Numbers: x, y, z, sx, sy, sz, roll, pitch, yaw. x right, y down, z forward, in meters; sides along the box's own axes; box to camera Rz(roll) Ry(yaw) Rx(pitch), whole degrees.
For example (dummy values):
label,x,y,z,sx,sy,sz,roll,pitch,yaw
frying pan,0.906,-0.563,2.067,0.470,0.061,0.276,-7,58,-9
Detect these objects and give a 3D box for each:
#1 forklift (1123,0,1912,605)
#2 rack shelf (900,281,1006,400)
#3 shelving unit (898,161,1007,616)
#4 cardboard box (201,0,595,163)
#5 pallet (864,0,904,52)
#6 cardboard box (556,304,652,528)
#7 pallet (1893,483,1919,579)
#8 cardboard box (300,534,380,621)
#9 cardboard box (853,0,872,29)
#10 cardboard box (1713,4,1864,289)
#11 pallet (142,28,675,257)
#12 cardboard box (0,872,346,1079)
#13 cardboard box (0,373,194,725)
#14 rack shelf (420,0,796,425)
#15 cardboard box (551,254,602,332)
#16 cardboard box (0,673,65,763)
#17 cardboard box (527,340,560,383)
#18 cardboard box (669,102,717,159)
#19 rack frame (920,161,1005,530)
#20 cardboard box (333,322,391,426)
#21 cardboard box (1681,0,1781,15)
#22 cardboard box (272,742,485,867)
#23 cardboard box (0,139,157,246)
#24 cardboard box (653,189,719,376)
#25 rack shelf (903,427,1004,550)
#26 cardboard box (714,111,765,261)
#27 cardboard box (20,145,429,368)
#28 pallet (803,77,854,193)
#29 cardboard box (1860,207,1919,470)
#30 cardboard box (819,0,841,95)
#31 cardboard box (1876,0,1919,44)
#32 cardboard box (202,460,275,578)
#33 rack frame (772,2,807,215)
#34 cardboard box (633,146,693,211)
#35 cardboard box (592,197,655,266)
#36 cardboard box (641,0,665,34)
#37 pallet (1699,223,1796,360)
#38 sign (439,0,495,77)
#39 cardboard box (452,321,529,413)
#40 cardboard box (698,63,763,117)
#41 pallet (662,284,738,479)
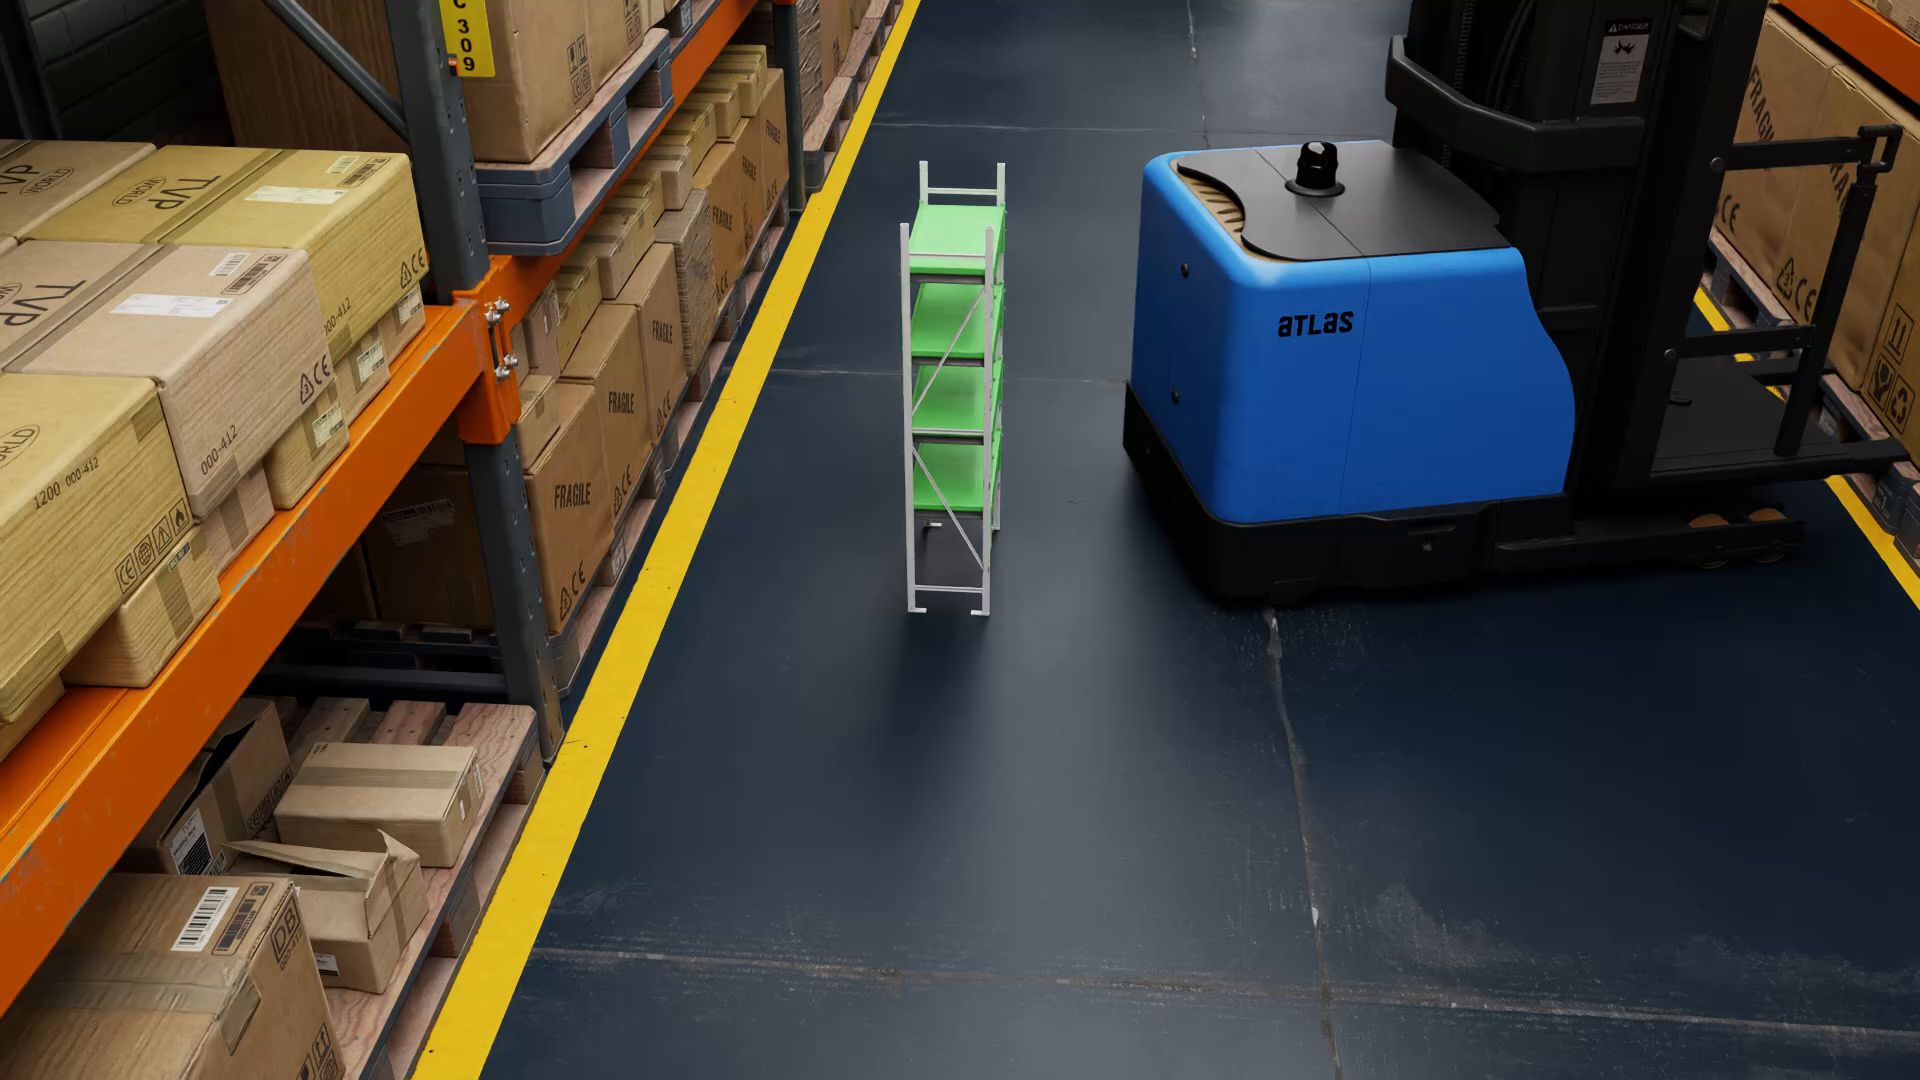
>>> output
label,x,y,z,sx,sy,sz,roll,pitch,yaw
forklift,2.119,-1.426,4.771,3.031,2.935,1.130,-6,32,-9
rack shelf,-0.013,-0.574,4.702,0.258,0.148,0.480,2,32,4
shelving unit,-0.013,-0.424,4.795,0.258,1.200,0.503,2,32,4
cardboard box,-1.286,-1.210,3.859,0.700,0.500,0.500,3,32,5
pallet,-0.918,-3.354,10.492,1.003,0.211,1.213,2,32,4
cardboard box,-1.251,-0.382,4.993,0.500,0.500,0.500,2,32,3
pallet,3.387,0.245,4.651,1.003,0.211,1.213,2,32,4
cardboard box,-1.803,-0.129,4.583,0.500,0.500,0.500,2,32,4
cardboard box,-0.999,-3.418,9.800,0.875,0.625,0.625,2,32,3
cardboard box,3.586,-1.543,6.520,0.875,0.875,0.875,2,32,4
pallet,-1.375,-1.077,4.321,1.003,0.211,1.213,2,32,4
cardboard box,-1.537,0.928,2.868,0.700,0.500,0.500,1,32,2
cardboard box,-1.427,-0.009,2.264,0.500,0.250,0.500,2,32,4
rack shelf,-1.386,-1.485,5.486,1.077,0.370,4.000,2,32,4
cardboard box,-1.290,-0.739,4.954,0.380,0.149,0.250,2,32,3
cardboard box,-1.493,0.214,2.283,0.380,0.149,0.250,3,32,5
cardboard box,-1.309,-0.460,4.502,0.380,0.149,0.250,2,32,3
cardboard box,-1.134,-1.543,6.258,0.380,0.149,0.250,3,32,5
rack frame,0.006,-0.552,5.002,0.240,1.200,0.015,2,32,4
cardboard box,-1.322,-0.324,3.156,0.380,0.149,0.250,3,32,5
cardboard box,3.900,-2.764,8.981,0.950,0.372,0.625,3,32,6
cardboard box,-1.301,0.593,3.745,0.380,0.149,0.250,2,32,2
cardboard box,-1.858,-0.561,3.160,0.500,0.250,0.500,2,32,3
cardboard box,-1.158,-0.914,5.856,0.500,0.500,0.500,1,32,2
rack shelf,-0.013,-0.166,4.954,0.258,0.148,0.480,2,32,4
cardboard box,-1.094,-1.460,6.742,0.500,0.500,0.500,2,32,3
cardboard box,-1.347,-0.531,3.113,0.500,0.250,0.500,3,32,5
pallet,-1.117,-2.079,8.422,1.003,0.211,1.213,2,32,4
cardboard box,3.436,-0.610,5.005,0.875,0.875,0.875,3,32,5
cardboard box,-1.113,-2.672,8.590,0.875,0.625,0.625,3,32,6
cardboard box,3.361,-1.774,5.413,0.500,0.250,0.500,3,32,6
cardboard box,-1.368,-0.051,2.713,0.380,0.149,0.250,3,32,5
rack frame,-1.223,-2.837,6.994,1.000,3.000,0.127,2,32,4
cardboard box,-1.146,-1.266,5.810,0.380,0.149,0.250,1,32,2
cardboard box,-1.210,-0.998,5.374,0.380,0.149,0.250,4,32,6
cardboard box,-1.053,-1.577,4.678,0.396,0.266,0.258,4,32,6
pallet,3.585,-1.031,6.721,1.003,0.211,1.213,2,32,4
sign,-1.007,-1.095,3.342,0.100,0.325,0.005,2,32,4
cardboard box,-1.314,-0.441,4.188,0.380,0.149,0.250,2,32,3
cardboard box,-1.002,-1.815,6.699,0.380,0.149,0.250,1,32,1
pallet,-1.423,-0.625,6.063,1.003,0.211,1.213,2,32,4
